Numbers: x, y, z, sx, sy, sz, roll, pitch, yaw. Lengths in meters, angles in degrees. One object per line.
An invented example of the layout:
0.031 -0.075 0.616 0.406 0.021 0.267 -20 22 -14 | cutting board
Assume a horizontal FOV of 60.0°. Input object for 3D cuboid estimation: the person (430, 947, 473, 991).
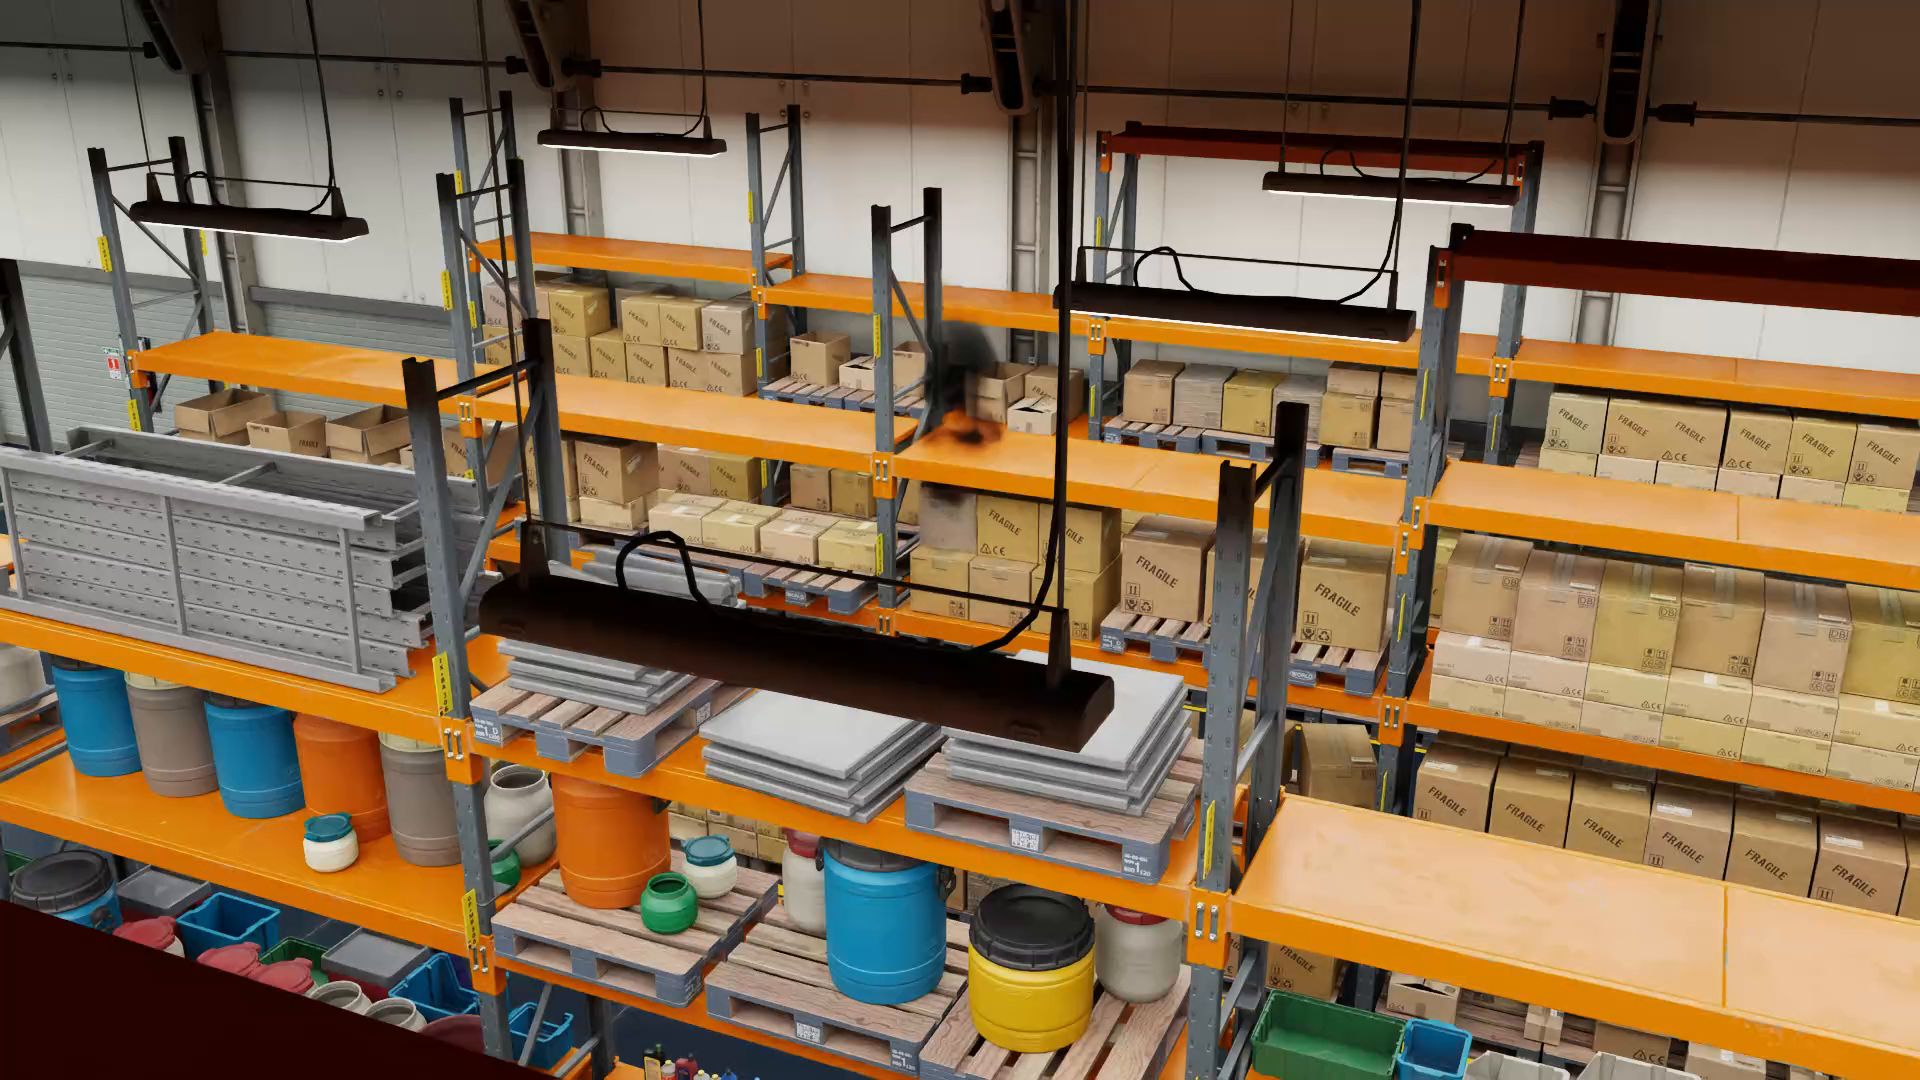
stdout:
-4.204 2.856 12.861 0.741 1.502 0.621 12 24 29 | person
